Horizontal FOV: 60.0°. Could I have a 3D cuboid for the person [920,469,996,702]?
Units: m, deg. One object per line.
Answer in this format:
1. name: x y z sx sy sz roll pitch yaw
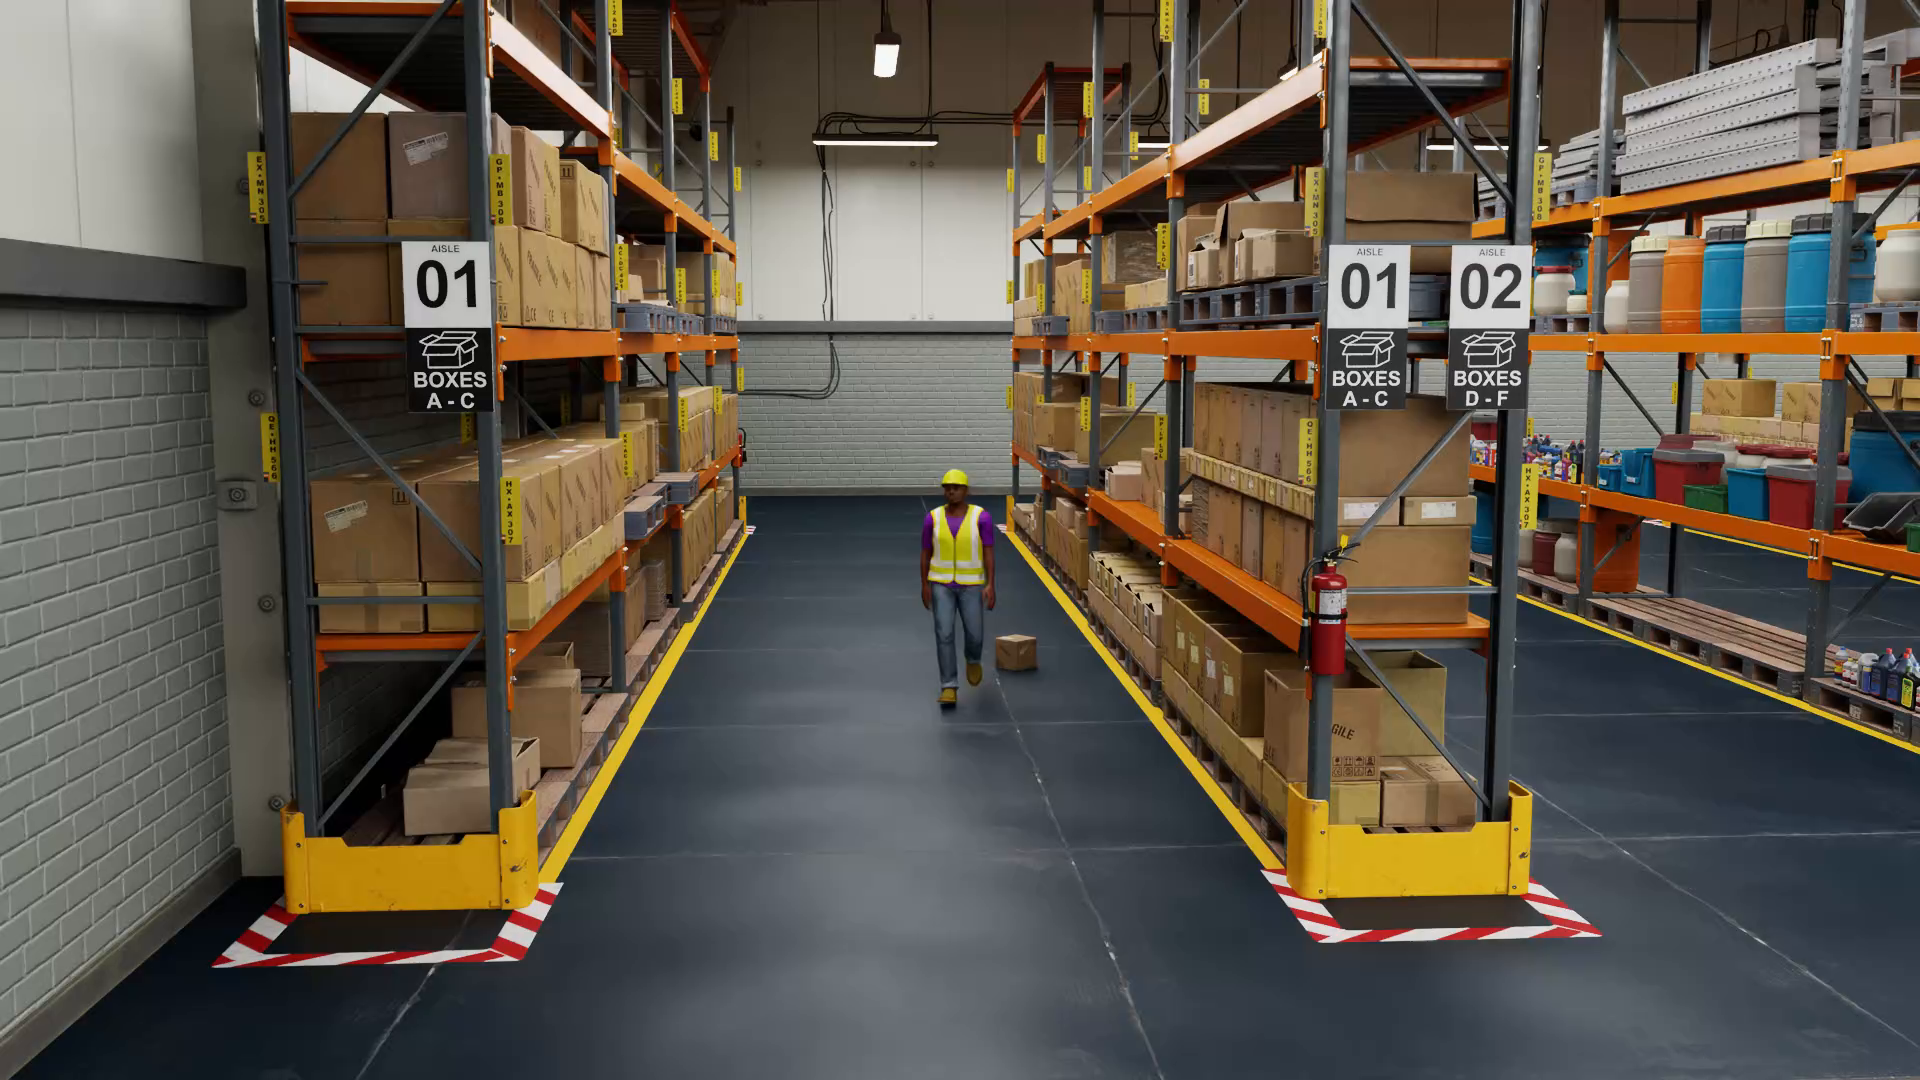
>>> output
1. person: -0.015 0.337 12.639 0.586 1.753 0.647 1 7 5
